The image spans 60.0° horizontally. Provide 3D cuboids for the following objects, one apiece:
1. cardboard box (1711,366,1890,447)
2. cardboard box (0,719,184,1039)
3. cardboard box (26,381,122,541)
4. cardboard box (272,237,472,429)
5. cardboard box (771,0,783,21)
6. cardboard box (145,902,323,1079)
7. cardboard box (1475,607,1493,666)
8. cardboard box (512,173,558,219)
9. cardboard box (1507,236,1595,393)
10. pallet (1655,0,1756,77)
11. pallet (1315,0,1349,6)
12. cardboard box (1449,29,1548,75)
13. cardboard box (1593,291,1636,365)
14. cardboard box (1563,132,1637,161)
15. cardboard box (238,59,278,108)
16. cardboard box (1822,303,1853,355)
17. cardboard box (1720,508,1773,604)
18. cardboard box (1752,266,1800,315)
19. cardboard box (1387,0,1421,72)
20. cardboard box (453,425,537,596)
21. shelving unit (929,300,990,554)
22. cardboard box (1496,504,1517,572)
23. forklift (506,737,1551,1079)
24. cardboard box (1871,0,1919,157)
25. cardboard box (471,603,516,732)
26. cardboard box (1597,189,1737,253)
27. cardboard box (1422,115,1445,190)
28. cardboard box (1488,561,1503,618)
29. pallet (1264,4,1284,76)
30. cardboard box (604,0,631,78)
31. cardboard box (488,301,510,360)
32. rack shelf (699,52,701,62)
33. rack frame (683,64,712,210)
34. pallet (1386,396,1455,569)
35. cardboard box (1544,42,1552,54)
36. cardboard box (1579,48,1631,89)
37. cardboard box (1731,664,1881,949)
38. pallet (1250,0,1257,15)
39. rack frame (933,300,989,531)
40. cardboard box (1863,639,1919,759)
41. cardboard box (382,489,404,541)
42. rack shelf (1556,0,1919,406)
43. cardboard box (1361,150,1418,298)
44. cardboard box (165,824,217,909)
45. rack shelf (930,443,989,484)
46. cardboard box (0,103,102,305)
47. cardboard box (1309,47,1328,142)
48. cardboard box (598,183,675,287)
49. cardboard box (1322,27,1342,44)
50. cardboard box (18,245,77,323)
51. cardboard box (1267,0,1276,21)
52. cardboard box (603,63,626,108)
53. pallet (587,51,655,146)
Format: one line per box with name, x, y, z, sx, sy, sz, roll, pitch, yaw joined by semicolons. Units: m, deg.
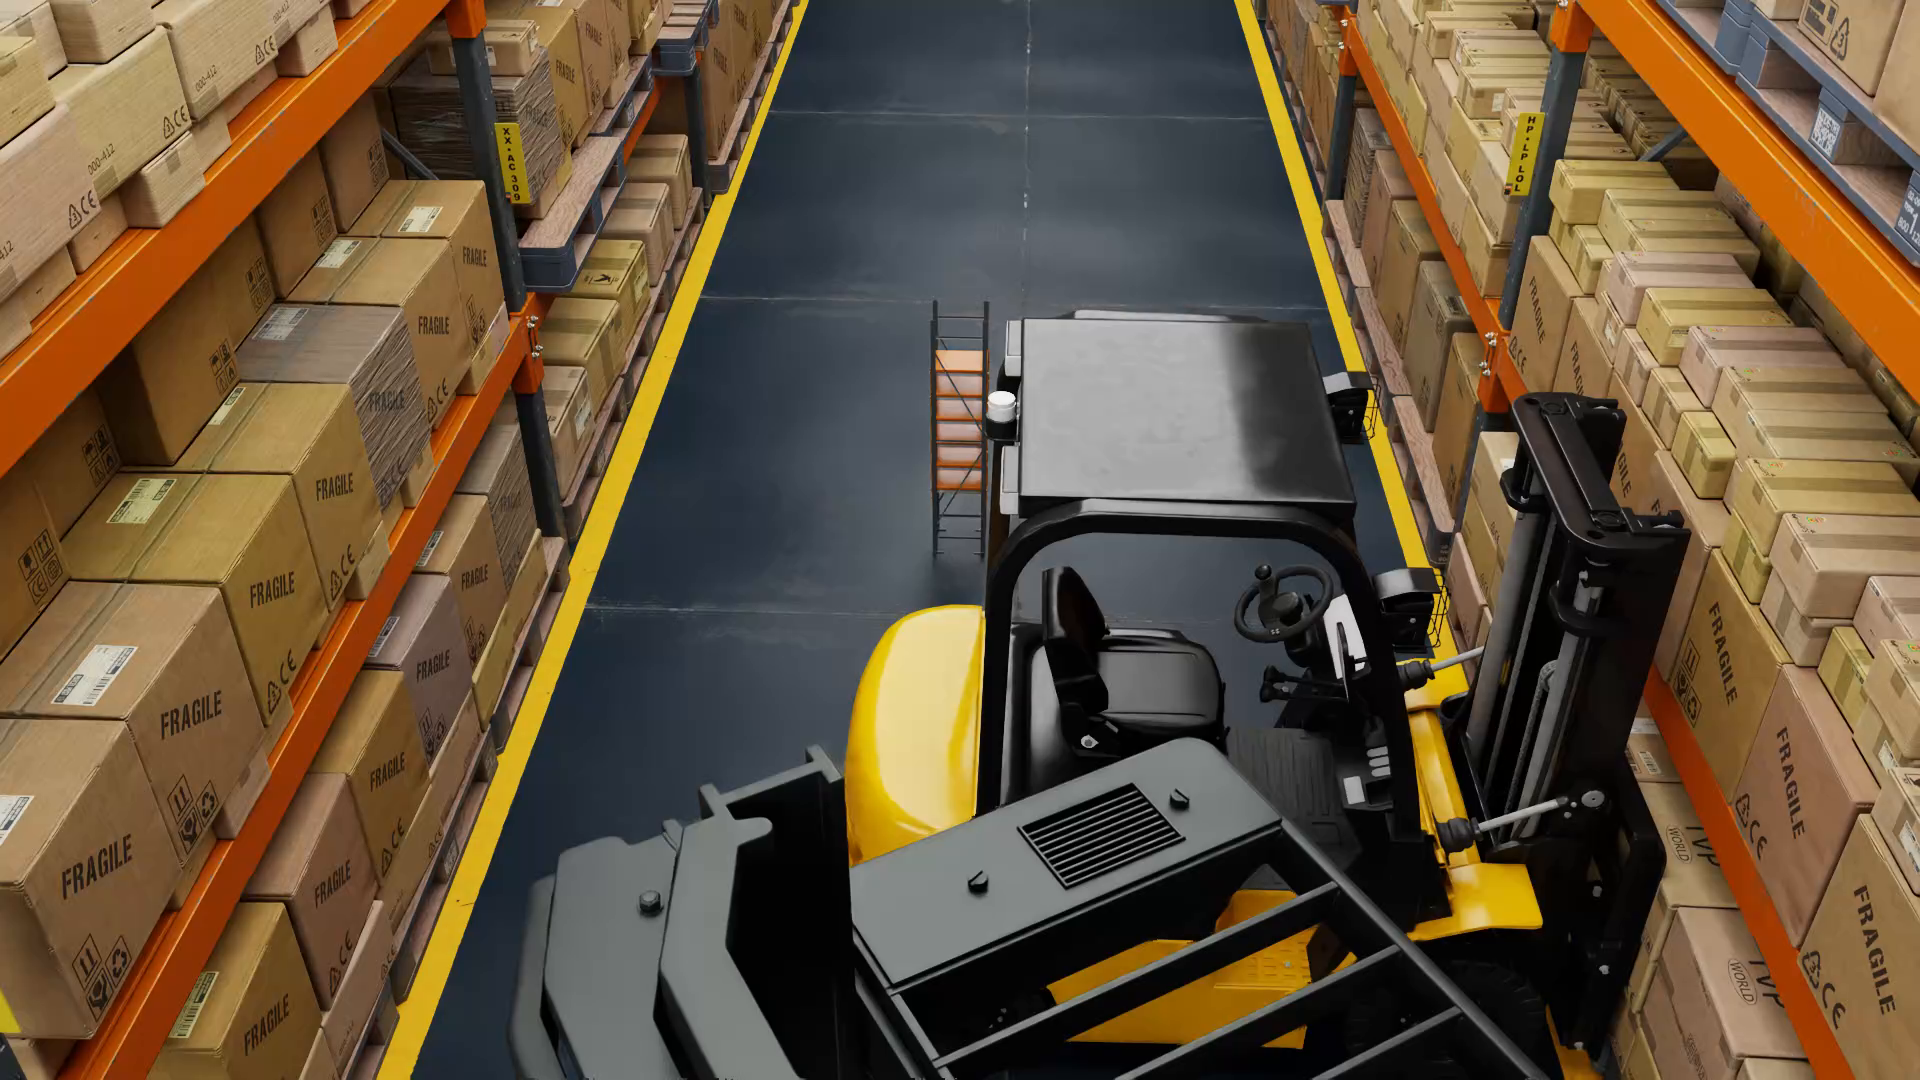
cardboard box;2.399;-0.372;4.760;0.380;0.149;0.250;1;35;2
cardboard box;-2.151;0.752;3.726;0.500;0.500;0.500;1;35;1
cardboard box;-2.699;-0.276;4.319;0.700;0.500;0.500;1;35;1
cardboard box;-2.070;-0.724;5.825;0.500;0.500;0.500;2;35;3
cardboard box;-1.910;-4.659;13.253;0.875;0.875;0.875;2;35;3
cardboard box;-2.138;1.356;4.586;0.500;0.500;0.500;0;35;0
cardboard box;2.318;0.510;6.442;0.500;0.250;0.500;1;35;1
cardboard box;-1.949;-1.497;7.125;0.380;0.149;0.250;2;35;3
cardboard box;2.395;-0.797;6.189;0.500;0.500;0.500;0;35;1
pallet;2.665;-1.706;5.037;1.003;0.211;1.213;1;35;2
pallet;2.791;-3.616;10.454;1.213;0.211;1.003;1;35;2
cardboard box;2.487;-2.248;7.689;0.380;0.149;0.250;2;35;2
cardboard box;2.322;-0.695;5.480;0.380;0.149;0.250;2;35;3
cardboard box;2.465;-1.513;6.643;0.380;0.149;0.250;2;35;4
cardboard box;-2.145;-1.316;4.624;0.380;0.149;0.250;2;35;3
cardboard box;2.936;-0.654;5.162;0.380;0.149;0.250;1;35;1
cardboard box;2.274;0.043;4.429;0.380;0.149;0.250;2;35;2
cardboard box;2.923;-0.825;5.664;0.380;0.149;0.250;2;35;3
cardboard box;2.512;-2.610;8.550;0.500;0.250;0.500;0;35;1
cardboard box;-2.042;-0.125;6.694;0.500;0.500;0.500;1;35;1
shelving unit;-0.001;-0.483;7.393;0.258;1.200;0.189;1;35;2
cardboard box;2.310;0.103;6.151;0.500;0.250;0.500;1;35;2
forklift;0.279;1.574;2.962;3.031;2.935;1.130;-17;39;-23
cardboard box;2.428;-1.034;3.465;0.700;0.500;0.500;2;35;2
cardboard box;-2.053;0.487;6.474;0.500;0.250;0.500;0;35;1
cardboard box;2.462;-1.104;5.803;0.380;0.149;0.250;2;35;3
cardboard box;2.497;-1.813;7.852;0.500;0.250;0.500;2;35;2
cardboard box;2.327;0.303;6.301;0.500;0.250;0.500;1;35;2
pallet;3.000;-3.993;13.248;1.003;0.211;1.213;1;35;2
cardboard box;-1.918;-2.582;8.104;0.500;0.500;0.500;0;35;0
cardboard box;-1.995;-0.823;6.531;0.380;0.149;0.250;1;35;1
rack shelf;-2.045;-4.271;11.844;1.077;0.370;4.000;1;35;2
rack frame;-2.126;-3.416;10.002;1.000;3.000;0.127;1;35;2
pallet;2.664;-0.289;7.977;1.003;0.211;1.213;1;35;2
cardboard box;3.024;-2.312;8.126;0.500;0.250;0.500;1;35;1
cardboard box;3.001;-2.095;7.471;0.380;0.149;0.250;1;35;2
cardboard box;2.300;0.665;4.108;0.500;0.500;0.500;2;35;3
pallet;3.023;-4.855;14.475;1.003;0.211;1.213;1;35;2
rack frame;0.003;-0.535;7.468;0.240;1.200;0.006;1;35;2
cardboard box;2.279;0.361;3.718;0.380;0.149;0.250;2;35;3
cardboard box;-2.072;-0.093;5.493;0.380;0.149;0.250;1;35;1
rack shelf;2.593;-0.789;4.281;1.077;0.370;4.000;1;35;2
cardboard box;2.777;-1.770;9.360;0.875;0.625;0.625;2;35;3
cardboard box;-2.139;0.797;4.226;0.380;0.149;0.250;0;35;0
rack shelf;-0.001;-0.348;7.488;0.258;0.103;0.180;1;35;2
cardboard box;-2.131;-0.679;3.371;0.500;0.250;0.500;1;35;1
cardboard box;2.667;-2.988;11.201;0.500;0.500;0.500;1;35;1
cardboard box;-2.180;-1.764;9.572;0.950;0.372;0.625;1;35;1
cardboard box;2.635;-3.315;11.103;0.380;0.149;0.250;0;35;0
cardboard box;-2.158;-0.575;3.569;0.380;0.149;0.250;1;35;2
cardboard box;2.750;-4.478;13.322;0.500;0.500;0.500;3;35;4
cardboard box;-1.868;-2.245;8.190;0.380;0.149;0.250;3;35;4
pallet;-2.164;-2.199;8.438;1.003;0.211;1.213;1;35;2
